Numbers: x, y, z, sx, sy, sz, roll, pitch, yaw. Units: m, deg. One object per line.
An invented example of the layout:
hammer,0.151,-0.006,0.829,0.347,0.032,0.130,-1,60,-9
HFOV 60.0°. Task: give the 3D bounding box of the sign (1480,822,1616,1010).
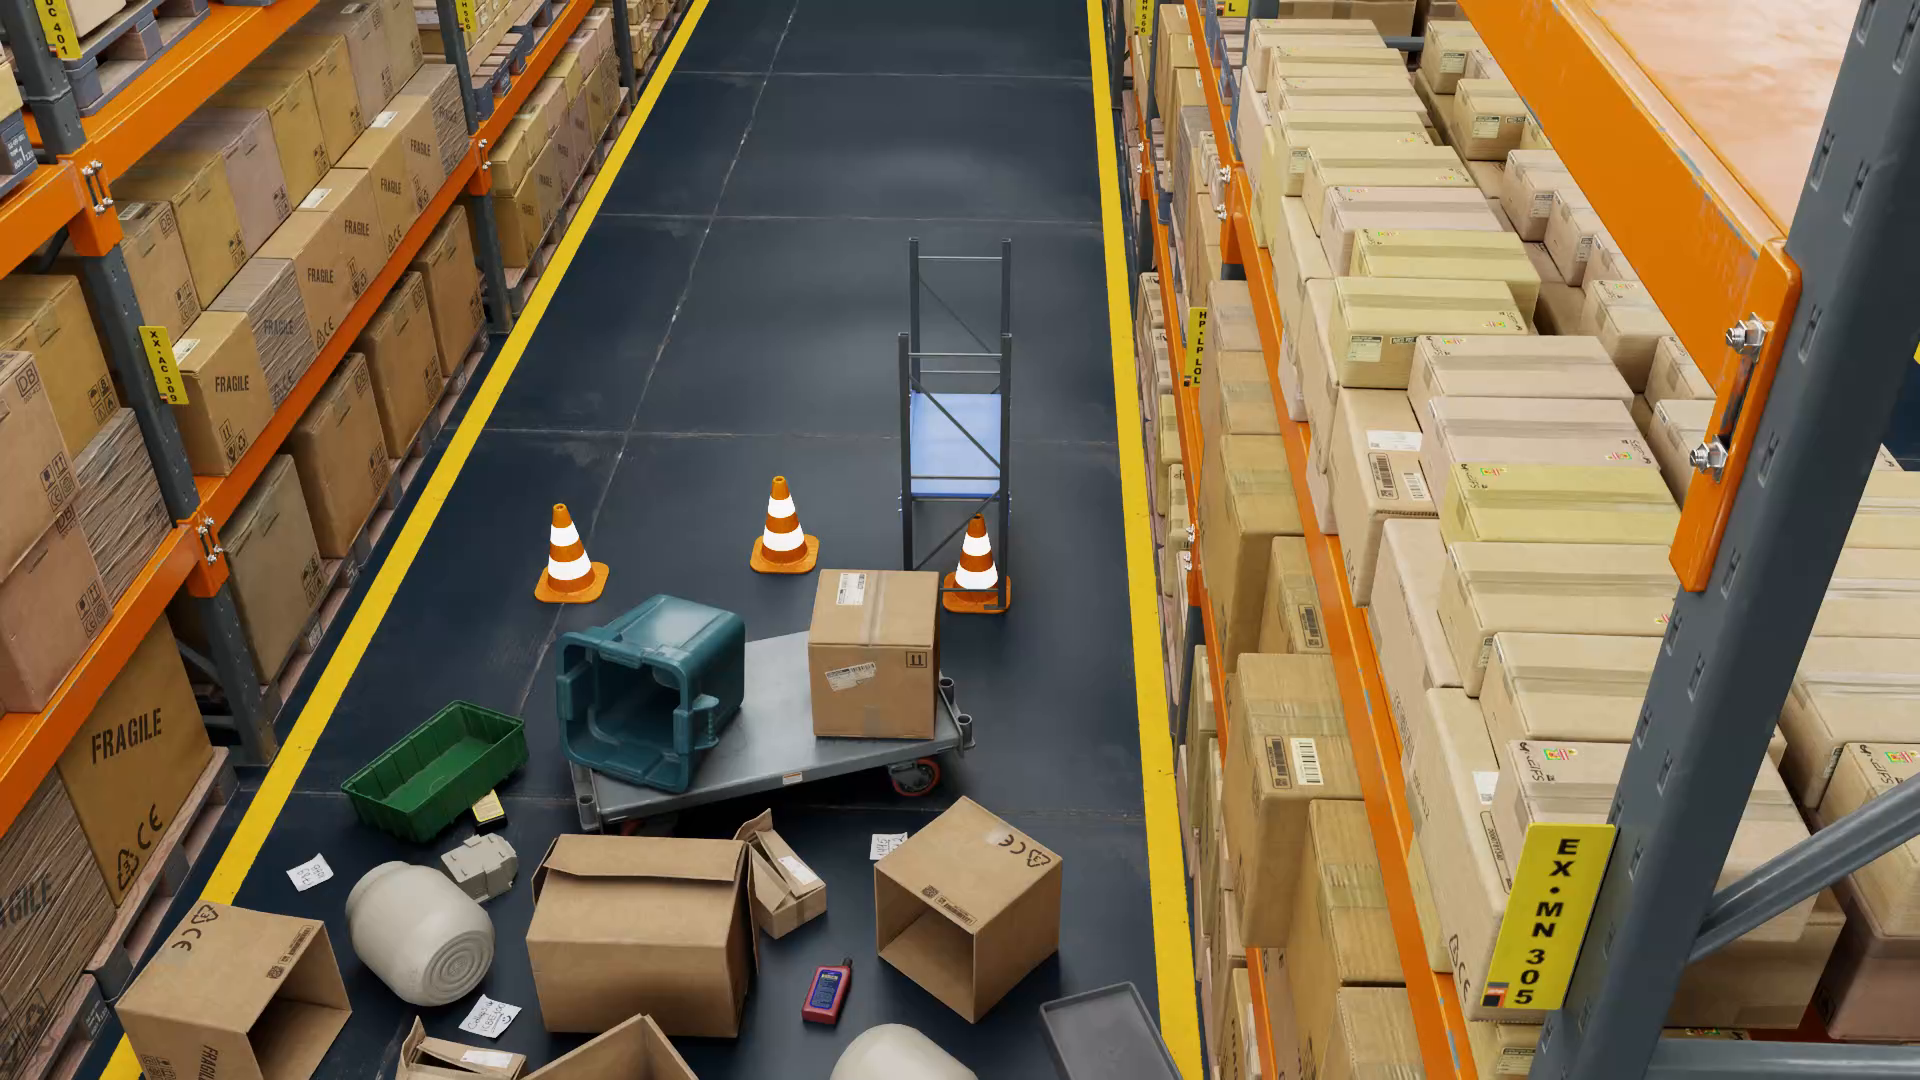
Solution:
sign,0.719,0.467,2.044,0.100,0.325,0.005,1,35,2

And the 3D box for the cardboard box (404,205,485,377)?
cardboard box,-3.470,-1.475,9.777,1.050,0.750,0.750,1,35,1

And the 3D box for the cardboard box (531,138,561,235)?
cardboard box,-3.056,-2.410,11.325,0.500,0.500,0.500,2,35,2

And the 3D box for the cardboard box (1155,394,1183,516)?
cardboard box,1.504,-0.428,8.616,0.950,0.372,0.625,2,35,3

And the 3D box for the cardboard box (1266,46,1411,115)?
cardboard box,1.113,-1.344,4.916,0.380,0.149,0.250,2,35,3

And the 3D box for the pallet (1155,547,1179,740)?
pallet,1.463,0.476,7.834,1.003,0.211,1.213,1,35,2

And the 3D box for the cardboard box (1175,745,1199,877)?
cardboard box,1.140,1.069,6.592,0.500,0.250,0.500,0,35,0

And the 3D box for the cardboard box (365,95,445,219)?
cardboard box,-3.127,-2.061,8.933,0.500,0.500,0.500,1,35,2

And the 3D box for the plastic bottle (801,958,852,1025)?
plastic bottle,-0.492,1.683,6.248,0.133,0.061,0.283,7,36,10

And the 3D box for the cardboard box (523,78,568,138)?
cardboard box,-3.033,-2.993,11.503,0.500,0.250,0.500,2,35,2

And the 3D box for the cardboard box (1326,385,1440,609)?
cardboard box,1.062,-0.094,3.484,0.500,0.250,0.500,2,35,3

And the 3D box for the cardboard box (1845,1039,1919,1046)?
cardboard box,1.611,0.773,2.596,0.380,0.149,0.250,1,35,2

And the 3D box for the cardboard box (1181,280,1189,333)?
cardboard box,1.188,-1.035,7.412,0.380,0.149,0.250,2,35,2

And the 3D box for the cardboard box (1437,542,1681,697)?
cardboard box,1.032,0.135,2.811,0.380,0.149,0.250,1,35,1

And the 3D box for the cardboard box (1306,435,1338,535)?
cardboard box,1.025,-0.138,3.894,0.380,0.149,0.250,1,35,1

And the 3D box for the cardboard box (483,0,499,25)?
cardboard box,-3.120,-3.345,10.441,0.380,0.149,0.250,0,35,0

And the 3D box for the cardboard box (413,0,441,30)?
cardboard box,-3.144,-3.148,9.901,0.380,0.149,0.250,1,35,2

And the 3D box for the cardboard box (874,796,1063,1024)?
cardboard box,0.031,1.389,6.283,0.500,0.500,0.500,28,44,33

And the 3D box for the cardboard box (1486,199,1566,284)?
cardboard box,1.631,-0.662,4.292,0.500,0.250,0.500,1,35,1

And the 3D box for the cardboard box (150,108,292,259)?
cardboard box,-3.463,-1.595,7.400,0.700,0.500,0.500,2,35,2

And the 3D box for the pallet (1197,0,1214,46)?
pallet,1.603,-2.316,6.937,1.213,0.211,1.003,1,35,2

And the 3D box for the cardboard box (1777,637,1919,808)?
cardboard box,1.485,0.286,2.597,0.380,0.149,0.250,1,35,2

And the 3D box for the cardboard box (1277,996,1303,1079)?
cardboard box,1.044,1.313,3.874,0.500,0.500,0.500,1,35,2

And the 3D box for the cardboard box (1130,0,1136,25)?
cardboard box,1.377,-3.532,10.808,0.500,0.250,0.500,0,35,1

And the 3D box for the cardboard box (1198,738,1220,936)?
cardboard box,1.130,1.070,5.939,0.500,0.500,0.500,3,35,4

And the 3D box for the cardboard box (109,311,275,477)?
cardboard box,-3.227,-0.610,6.868,0.500,0.500,0.500,2,35,2

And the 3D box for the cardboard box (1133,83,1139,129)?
cardboard box,1.810,-3.758,12.917,0.875,0.875,0.875,2,35,3

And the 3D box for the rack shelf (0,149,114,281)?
rack shelf,-3.597,-0.057,4.185,1.077,0.370,4.000,1,35,2

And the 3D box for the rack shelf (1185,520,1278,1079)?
rack shelf,1.353,1.226,4.968,1.077,0.370,4.000,1,35,2

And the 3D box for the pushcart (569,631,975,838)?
pushcart,-0.847,0.832,7.184,1.648,0.377,0.936,-10,36,-14

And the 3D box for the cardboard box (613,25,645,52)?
cardboard box,-2.861,-4.198,13.915,0.380,0.149,0.250,3,35,4

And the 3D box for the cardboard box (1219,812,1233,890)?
cardboard box,1.048,1.017,5.450,0.380,0.149,0.250,3,35,5

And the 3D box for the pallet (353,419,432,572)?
pallet,-3.515,-0.280,8.911,1.003,0.211,1.213,1,35,2

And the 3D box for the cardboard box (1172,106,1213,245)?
cardboard box,1.288,-1.705,7.802,0.500,0.500,0.500,0,35,0

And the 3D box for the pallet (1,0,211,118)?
pallet,-3.529,-1.950,6.420,0.805,0.209,1.217,0,35,0

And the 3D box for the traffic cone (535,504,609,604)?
traffic cone,-1.954,0.029,8.252,0.336,0.463,0.334,1,35,2

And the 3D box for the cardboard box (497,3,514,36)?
cardboard box,-3.106,-3.357,10.717,0.380,0.149,0.250,3,35,4

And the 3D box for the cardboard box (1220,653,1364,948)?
cardboard box,1.021,0.625,3.983,0.700,0.500,0.500,1,35,1

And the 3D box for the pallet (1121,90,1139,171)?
pallet,1.799,-3.227,13.104,1.003,0.211,1.213,1,35,2

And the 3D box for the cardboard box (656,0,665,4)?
cardboard box,-2.845,-4.942,14.974,0.380,0.149,0.250,1,35,2

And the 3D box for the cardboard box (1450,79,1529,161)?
cardboard box,1.605,-1.182,4.685,0.380,0.149,0.250,2,35,3

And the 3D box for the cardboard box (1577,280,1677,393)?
cardboard box,1.583,-0.443,3.633,0.380,0.149,0.250,2,35,3

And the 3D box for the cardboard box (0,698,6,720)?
cardboard box,-3.658,0.502,5.243,0.875,0.550,0.550,1,35,2

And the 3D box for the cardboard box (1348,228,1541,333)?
cardboard box,1.115,-0.599,3.856,0.380,0.149,0.250,2,35,3

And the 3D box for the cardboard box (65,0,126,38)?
cardboard box,-3.243,-1.999,5.988,0.258,0.266,0.396,1,35,1

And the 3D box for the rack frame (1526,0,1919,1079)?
rack frame,1.276,-0.373,1.401,0.949,2.616,0.053,1,35,2

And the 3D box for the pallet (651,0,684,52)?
pallet,-3.157,-4.818,15.368,1.003,0.211,1.213,1,35,2

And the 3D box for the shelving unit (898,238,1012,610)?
shelving unit,-0.011,-0.574,8.196,0.538,1.500,1.048,1,34,1

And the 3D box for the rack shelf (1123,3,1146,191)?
rack shelf,1.675,-3.370,11.508,1.077,0.370,4.000,1,35,2

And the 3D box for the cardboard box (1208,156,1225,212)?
cardboard box,1.241,-1.484,6.923,0.380,0.149,0.250,0,35,1

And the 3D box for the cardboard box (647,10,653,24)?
cardboard box,-2.955,-4.676,14.855,0.380,0.149,0.250,0,35,0

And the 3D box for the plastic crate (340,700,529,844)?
plastic crate,-2.215,0.984,7.083,0.450,0.188,0.662,11,35,32
